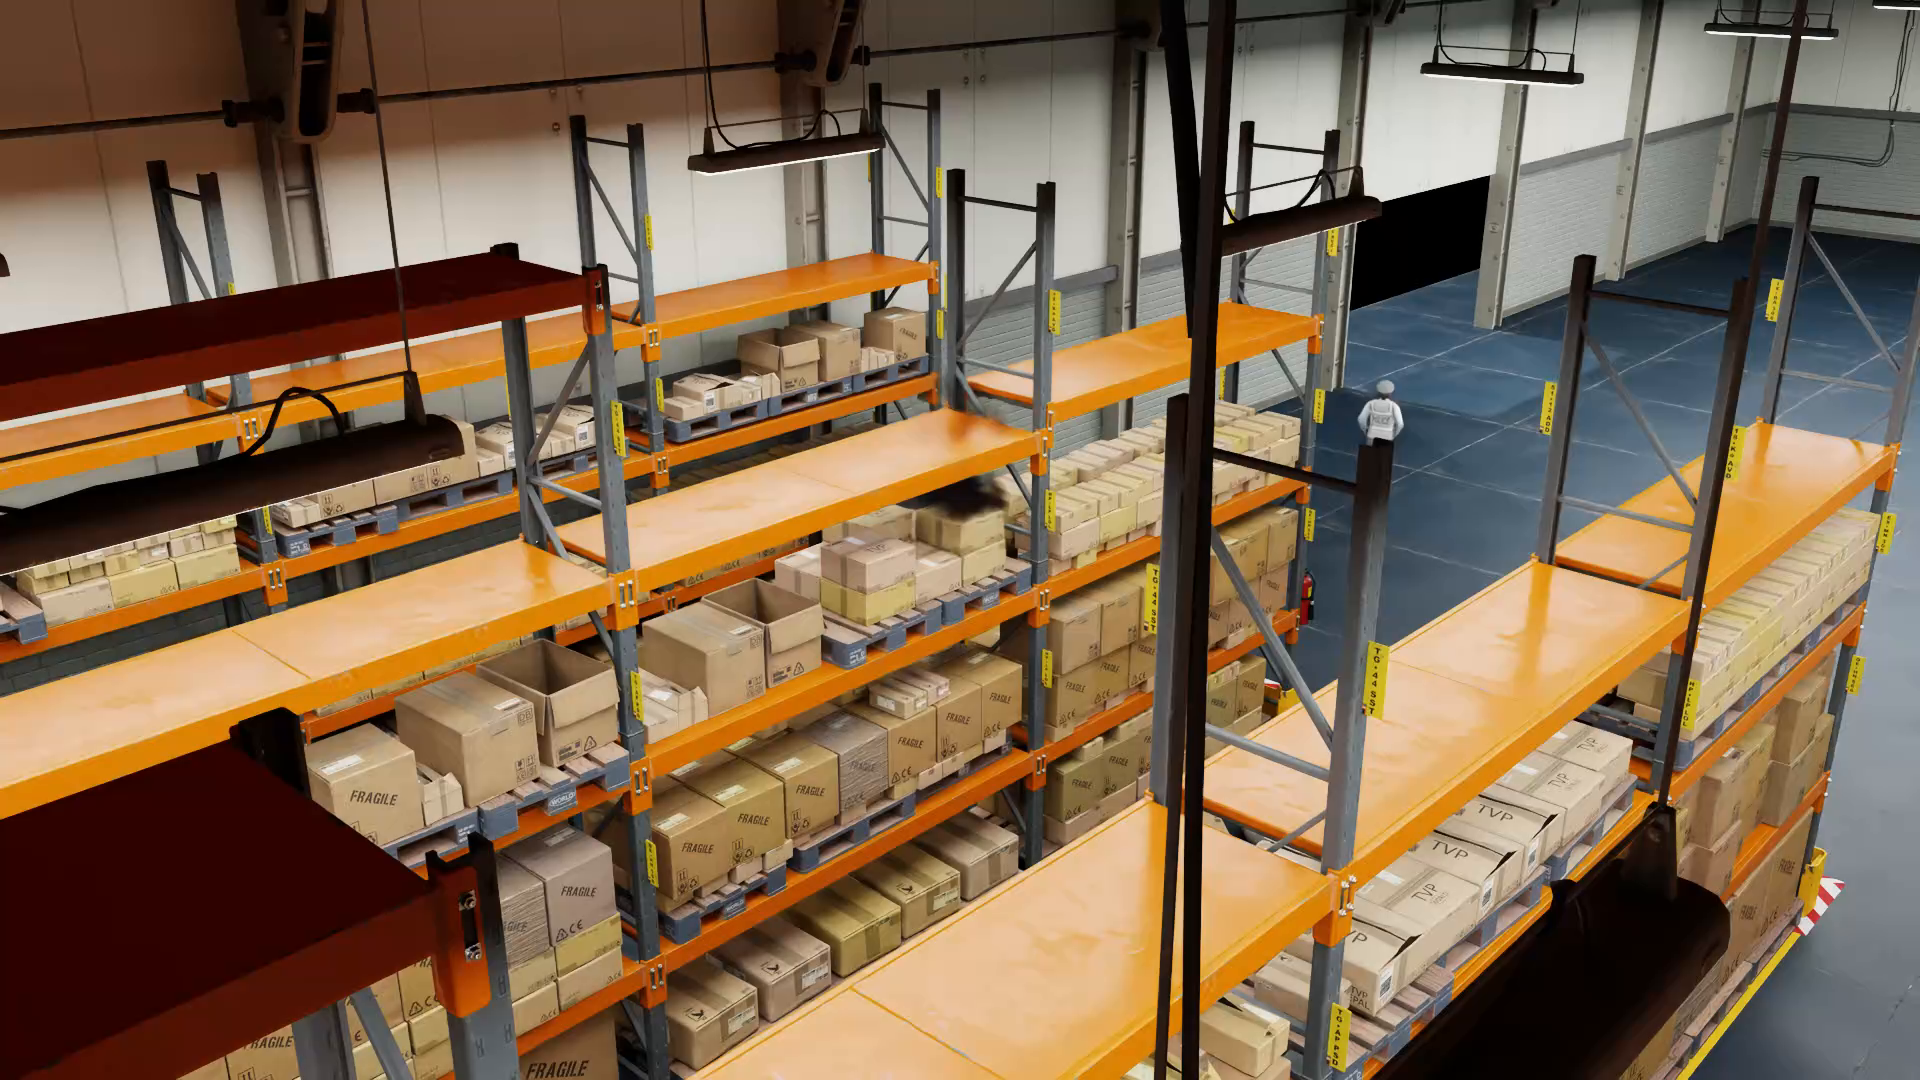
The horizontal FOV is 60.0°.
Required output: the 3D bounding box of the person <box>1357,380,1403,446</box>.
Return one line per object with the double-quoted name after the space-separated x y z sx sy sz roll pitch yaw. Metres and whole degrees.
5.892 -1.408 23.396 0.642 1.668 0.667 9 23 22 "person"
